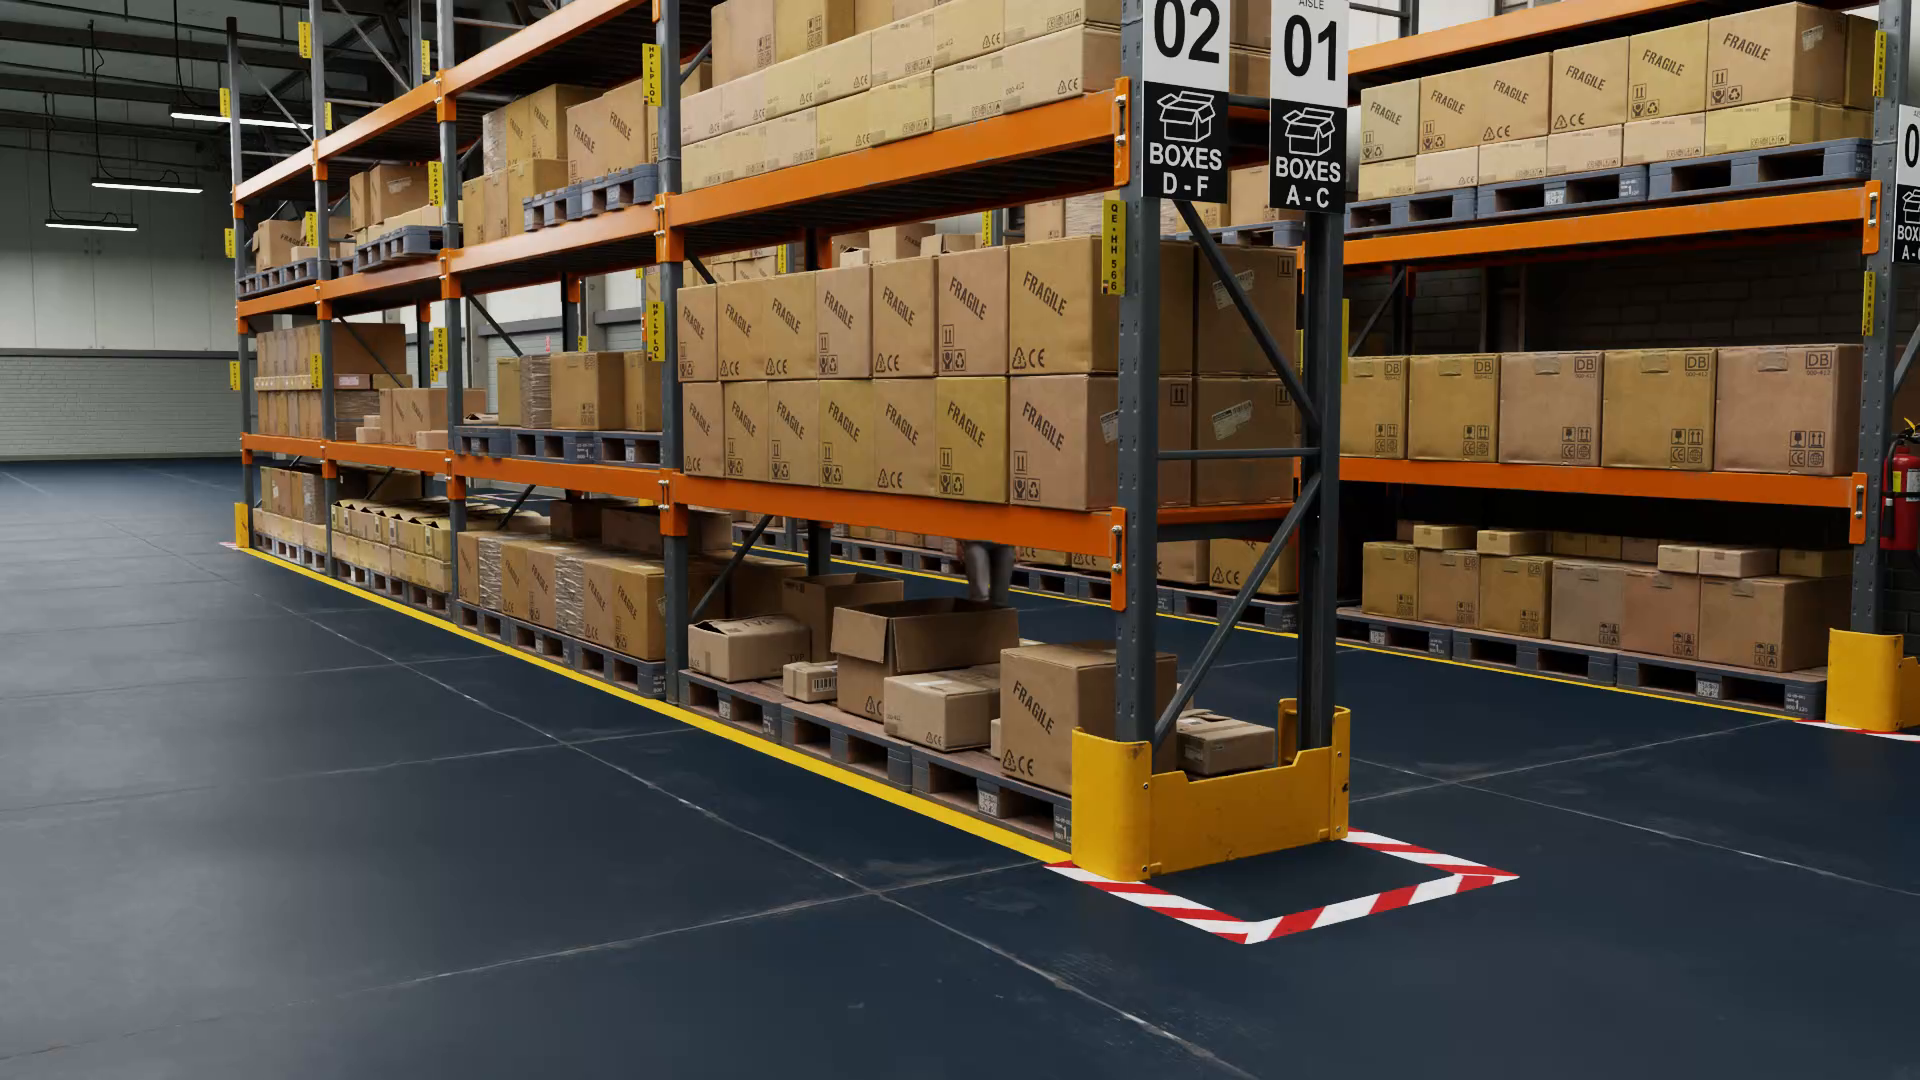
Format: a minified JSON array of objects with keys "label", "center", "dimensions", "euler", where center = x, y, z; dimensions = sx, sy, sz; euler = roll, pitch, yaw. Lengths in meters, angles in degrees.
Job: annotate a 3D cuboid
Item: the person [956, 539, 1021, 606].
[{"label":"person","center":[0.197,0.030,10.385],"dimensions":[0.420,1.591,0.630],"euler":[-1,5,-14]}]
